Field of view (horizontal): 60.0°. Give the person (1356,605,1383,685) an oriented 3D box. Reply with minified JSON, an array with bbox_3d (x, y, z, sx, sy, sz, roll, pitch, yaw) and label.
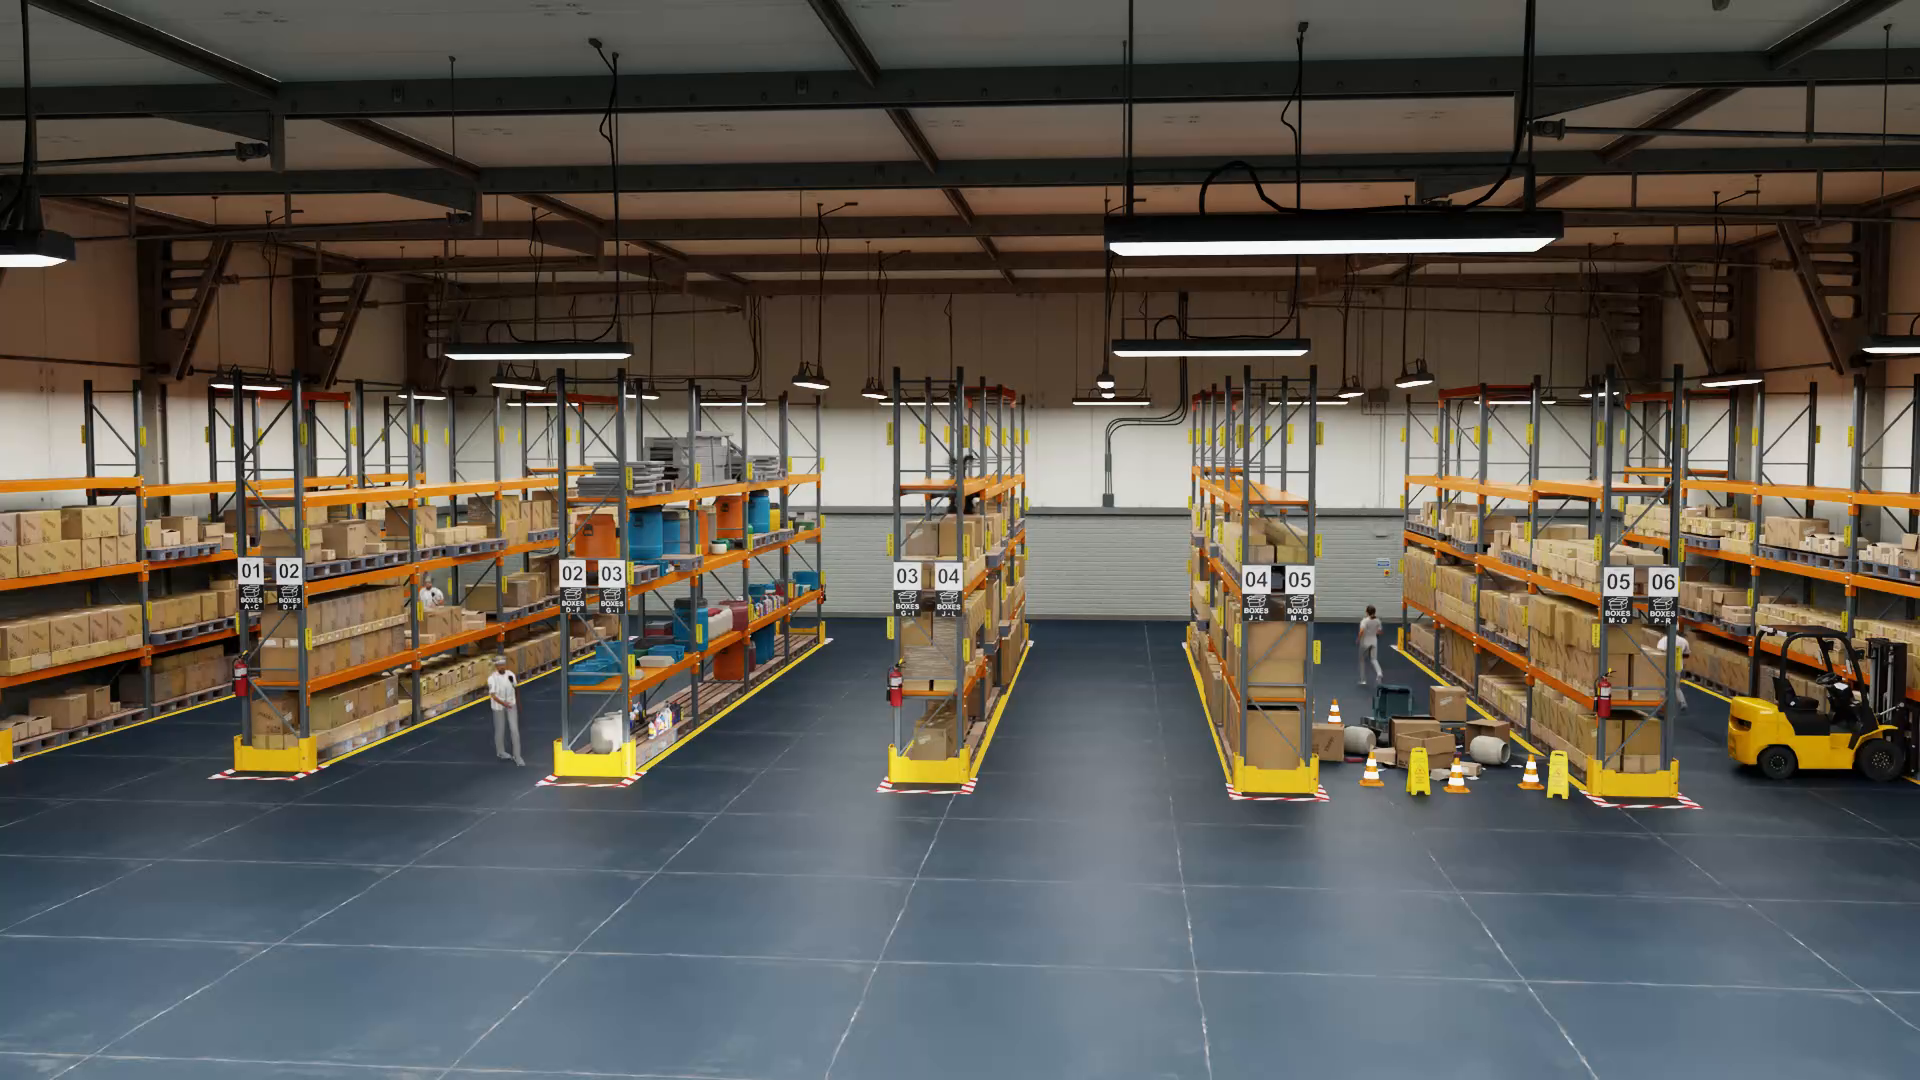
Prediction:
[{"bbox_3d":[8.173,2.108,33.181,0.562,1.643,0.904,-1,4,-8],"label":"person"}]

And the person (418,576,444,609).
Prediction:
[{"bbox_3d":[-12.341,1.721,38.666,0.656,1.785,0.686,0,4,-1],"label":"person"}]

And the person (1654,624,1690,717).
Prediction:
[{"bbox_3d":[12.559,2.295,29.396,0.699,1.747,0.931,0,4,-1],"label":"person"}]

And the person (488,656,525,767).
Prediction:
[{"bbox_3d":[-6.941,2.590,25.441,0.559,1.696,0.789,-2,4,-29],"label":"person"}]
